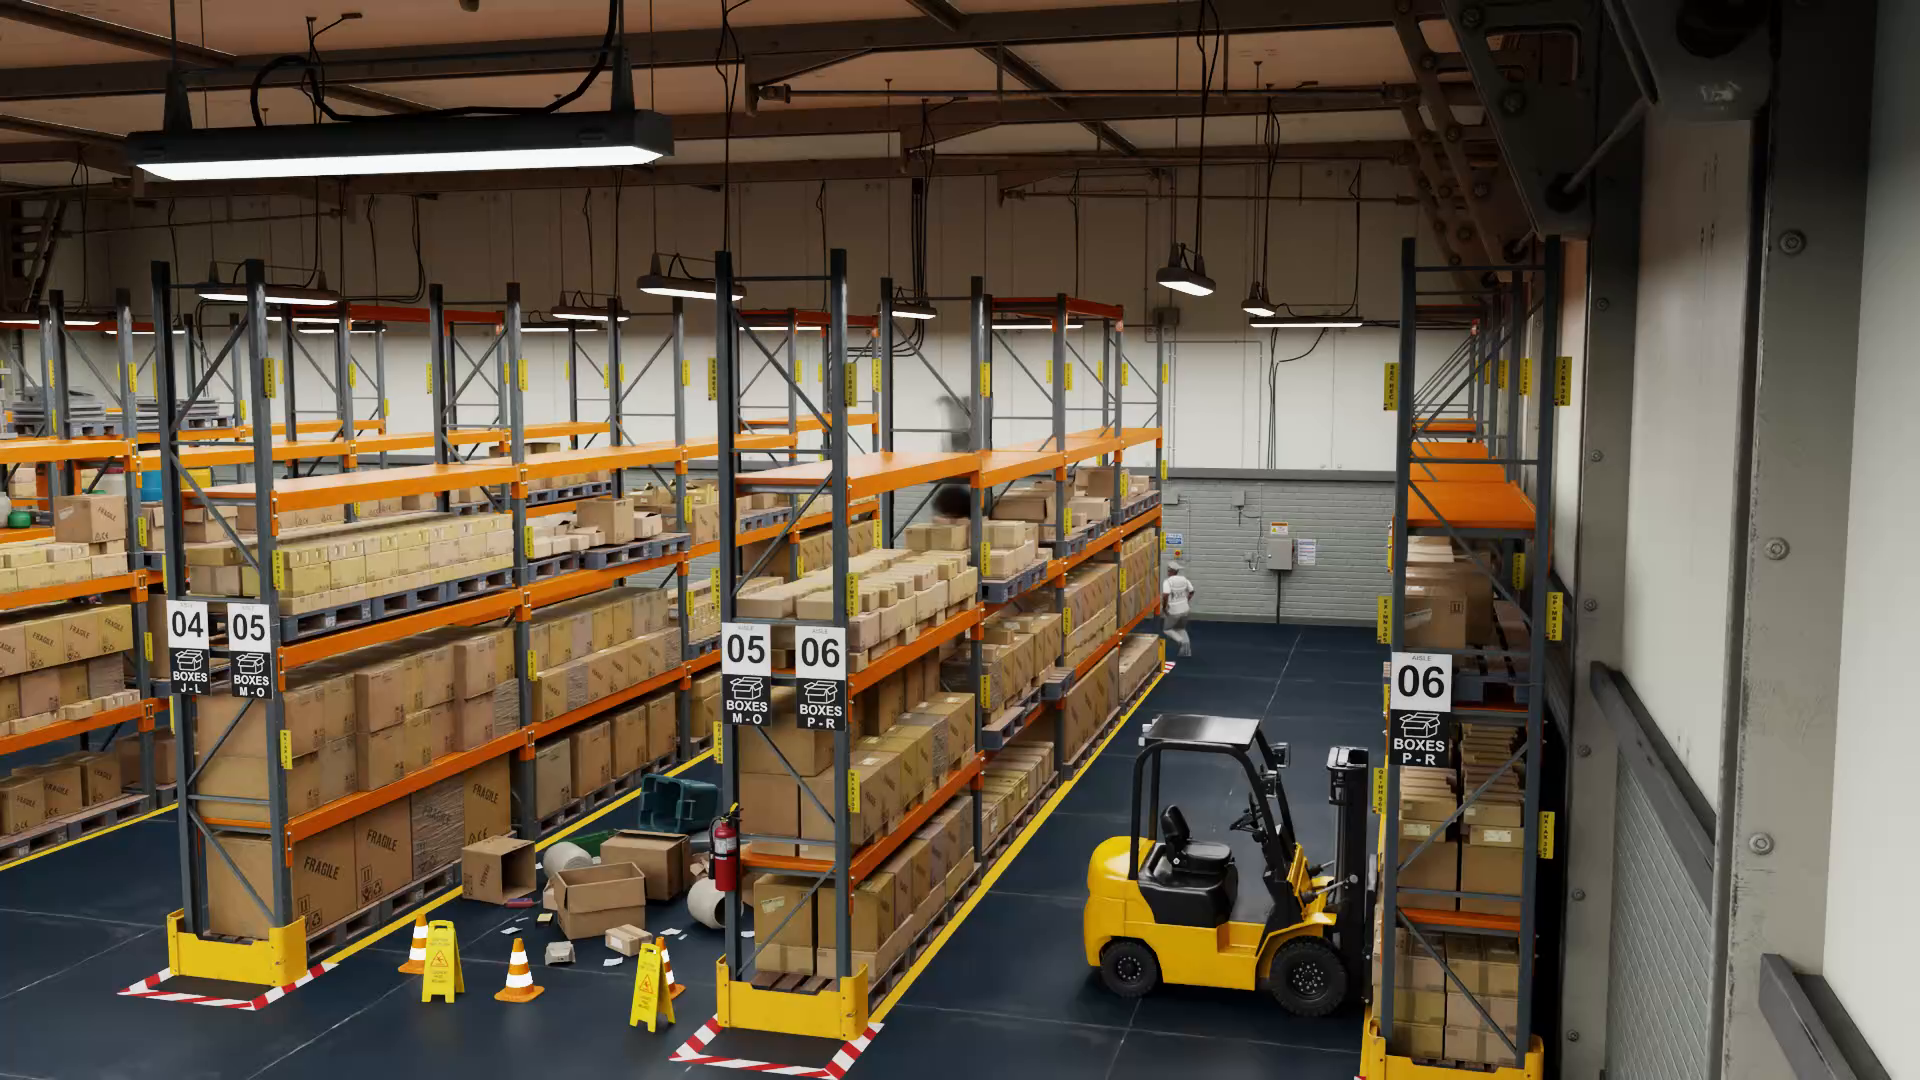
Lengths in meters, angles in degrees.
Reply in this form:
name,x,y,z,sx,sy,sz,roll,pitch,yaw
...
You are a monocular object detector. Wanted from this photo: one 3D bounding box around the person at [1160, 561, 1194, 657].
name,x,y,z,sx,sy,sz,roll,pitch,yaw
person,3.778,1.229,29.254,0.714,1.717,0.543,-3,7,-28
